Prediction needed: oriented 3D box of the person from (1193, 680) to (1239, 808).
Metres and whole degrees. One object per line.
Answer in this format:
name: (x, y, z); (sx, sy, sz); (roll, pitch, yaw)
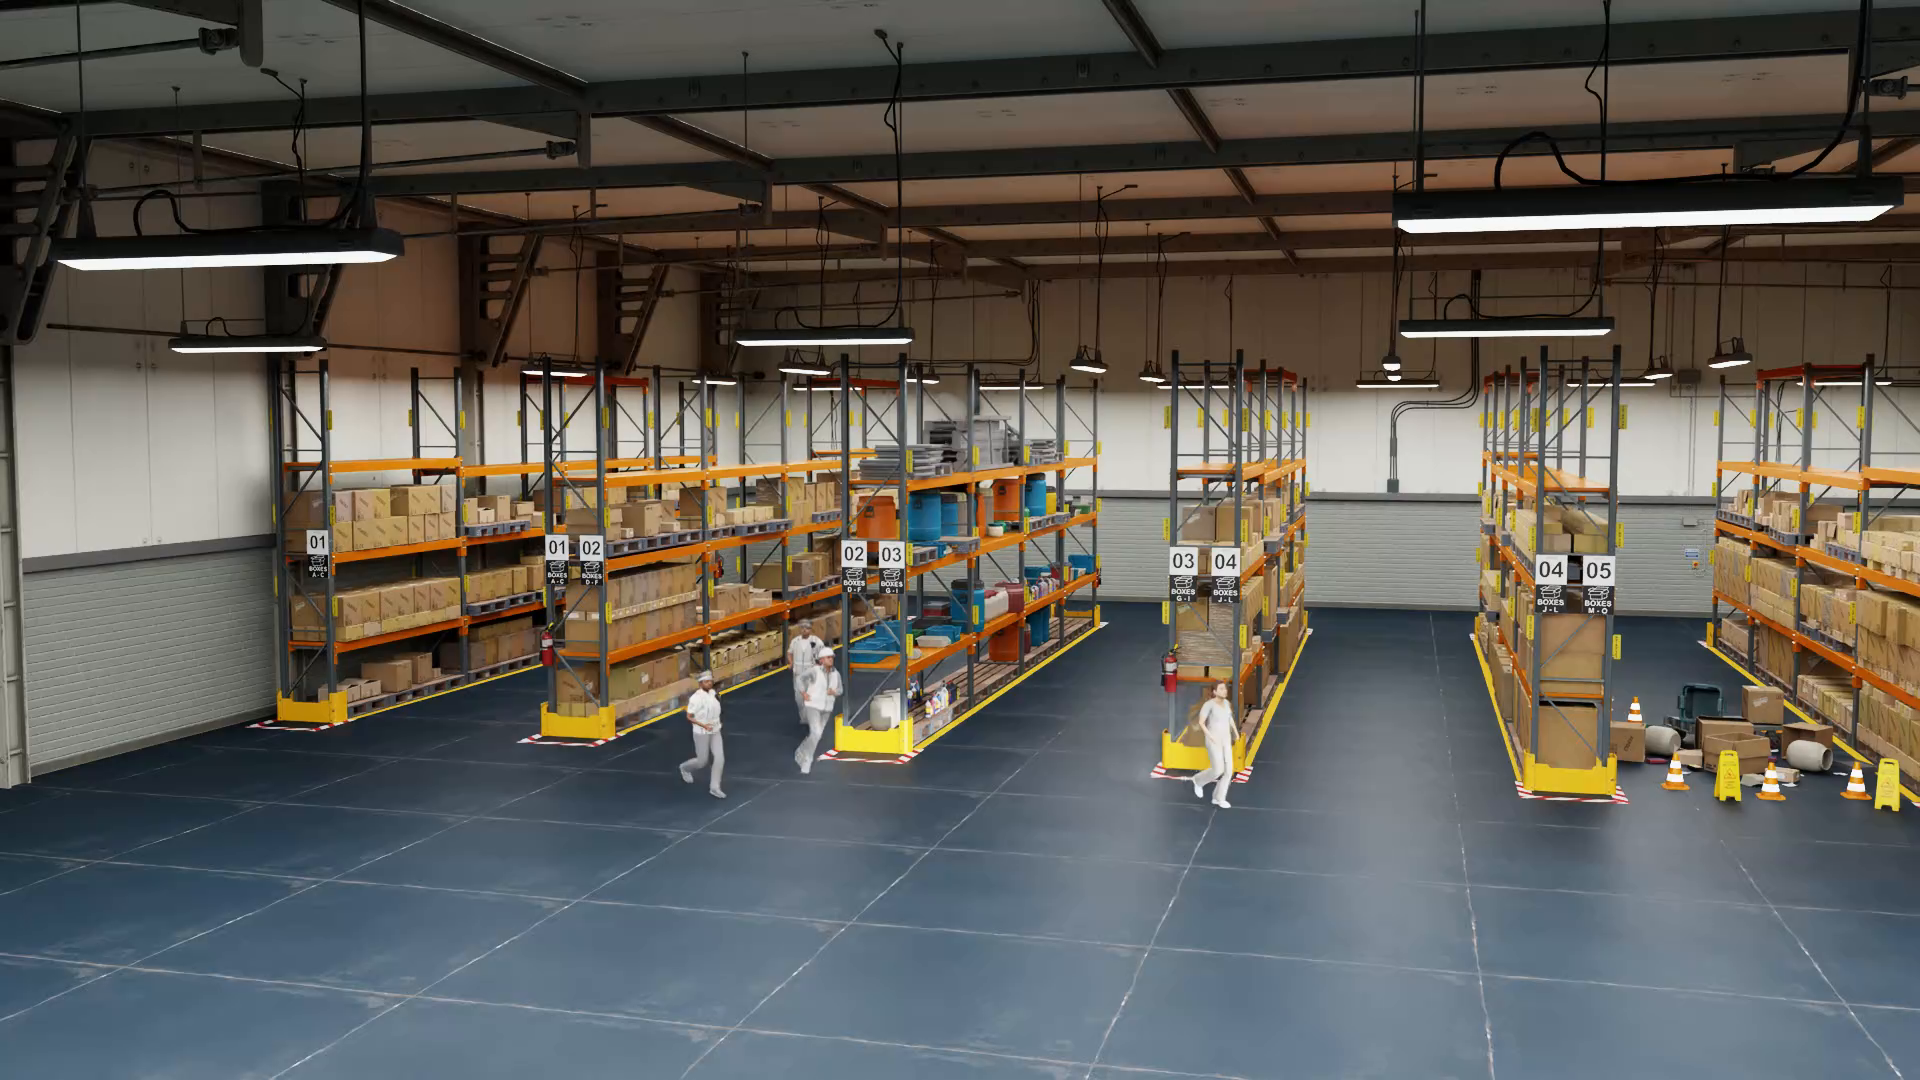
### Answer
person: (3.335, 2.631, 21.685); (0.586, 1.646, 0.615); (-3, 5, -34)

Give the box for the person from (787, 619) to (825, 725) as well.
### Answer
person: (-2.545, 2.160, 27.443); (0.661, 1.731, 0.628); (0, 4, 6)

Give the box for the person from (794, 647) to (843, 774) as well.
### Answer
person: (-2.048, 2.434, 23.888); (0.711, 1.800, 0.672); (-3, 5, -38)

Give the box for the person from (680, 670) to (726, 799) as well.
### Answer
person: (-3.418, 2.579, 22.276); (0.827, 1.696, 0.588); (4, 5, 41)
